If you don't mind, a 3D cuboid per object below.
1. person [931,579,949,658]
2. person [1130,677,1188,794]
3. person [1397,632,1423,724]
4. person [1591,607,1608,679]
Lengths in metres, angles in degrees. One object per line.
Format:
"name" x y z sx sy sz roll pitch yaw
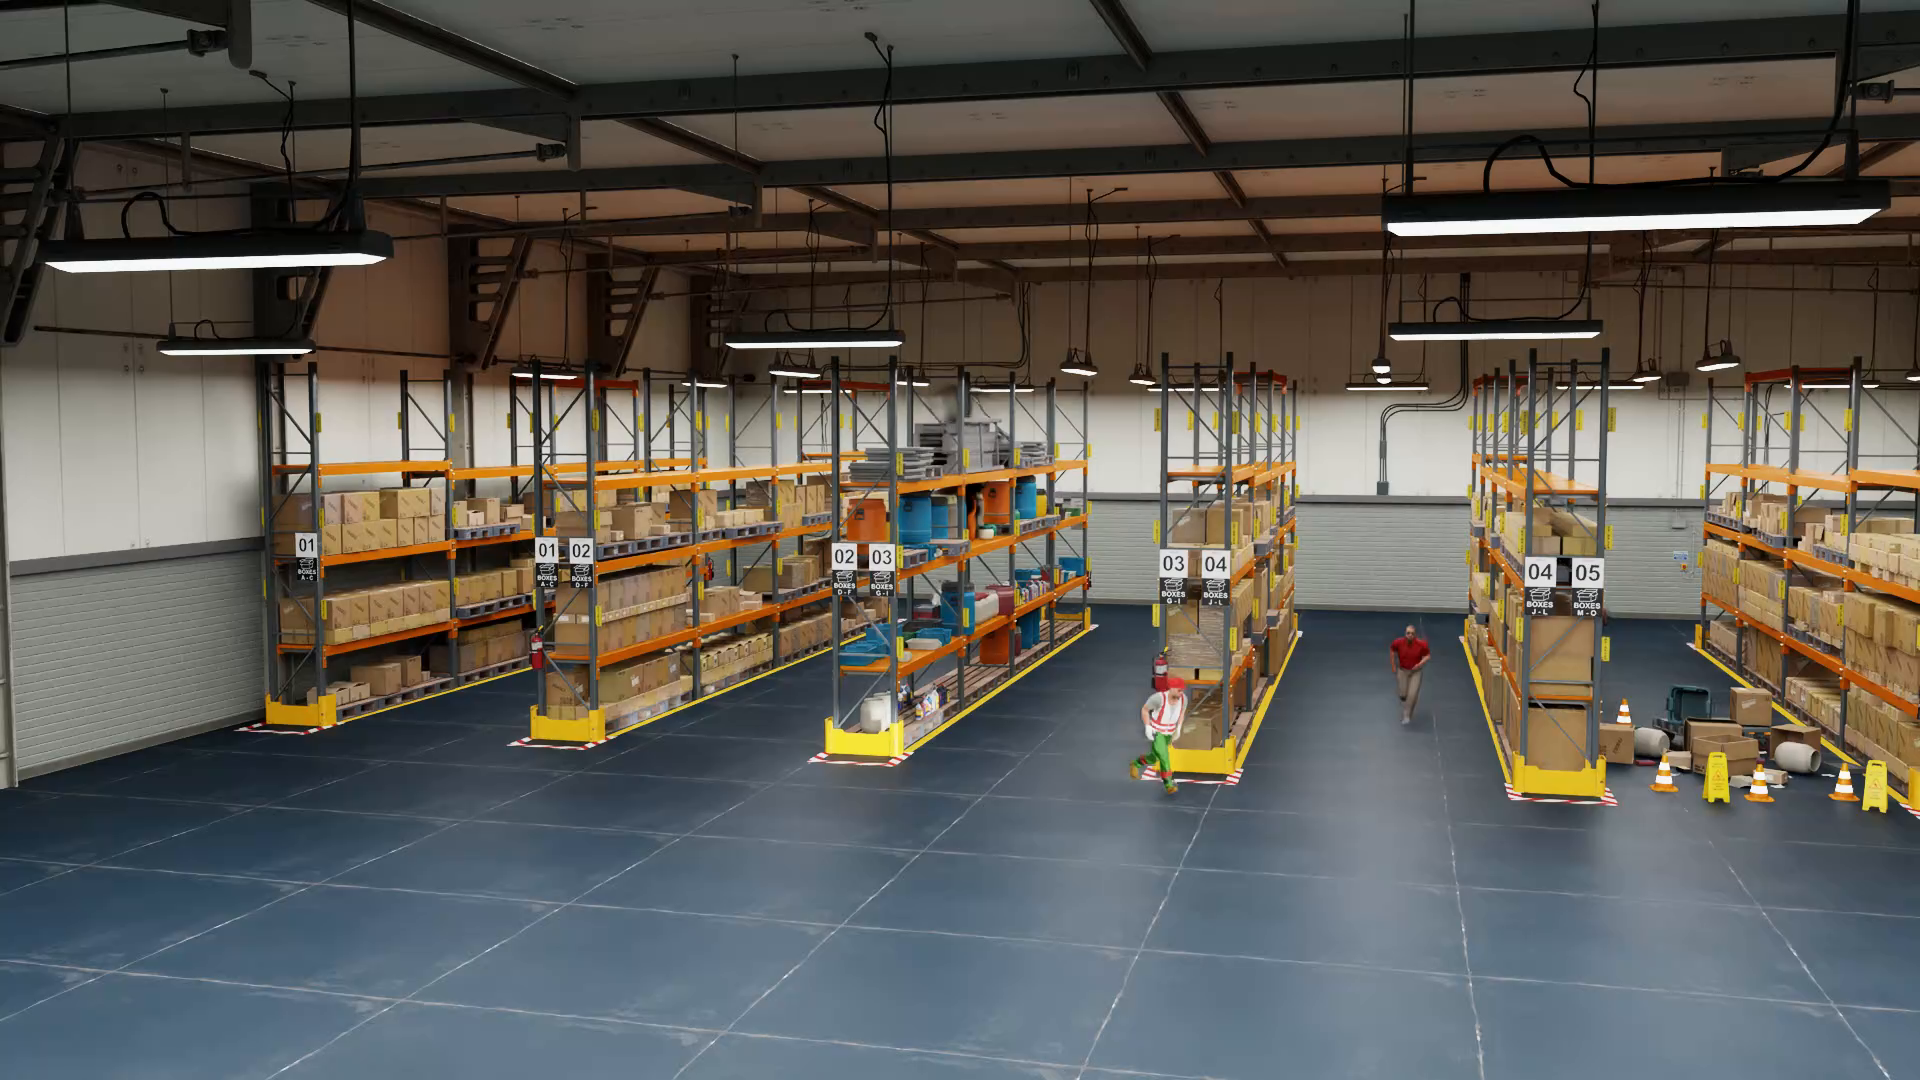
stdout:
"person" -0.336 1.663 35.794 0.600 1.678 0.843 1 4 13
"person" 2.700 2.621 22.659 0.649 1.629 1.154 -2 5 -27
"person" 7.525 2.286 27.801 0.410 1.574 0.688 1 4 13
"person" 11.954 1.916 31.532 0.640 1.469 0.875 1 4 15
